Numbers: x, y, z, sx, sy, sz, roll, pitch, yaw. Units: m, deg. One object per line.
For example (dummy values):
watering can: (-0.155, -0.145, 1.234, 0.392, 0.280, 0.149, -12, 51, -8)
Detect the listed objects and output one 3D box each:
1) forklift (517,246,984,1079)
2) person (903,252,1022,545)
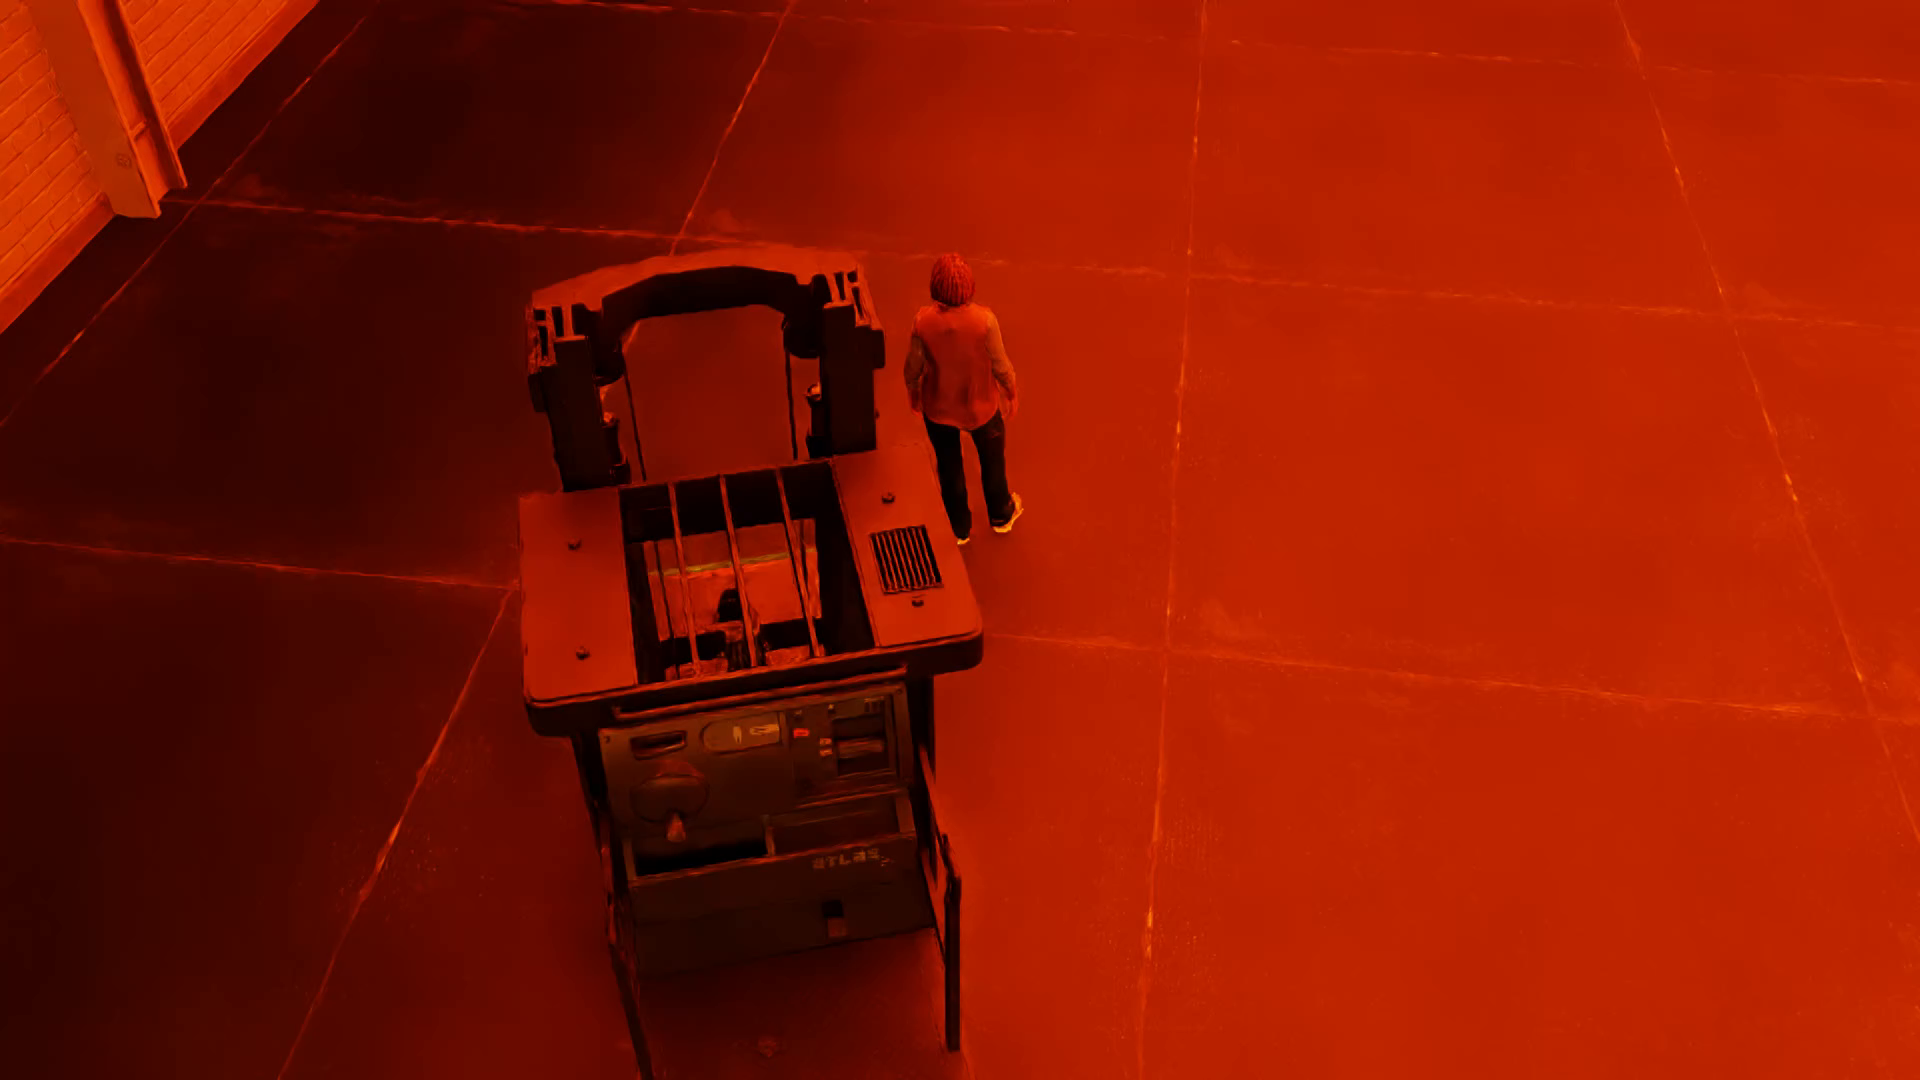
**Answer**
forklift: (-0.563, 0.758, 4.899, 1.130, 2.935, 3.031, -8, 43, -9)
person: (0.023, -0.642, 7.399, 0.520, 1.597, 0.474, 5, 43, 6)
